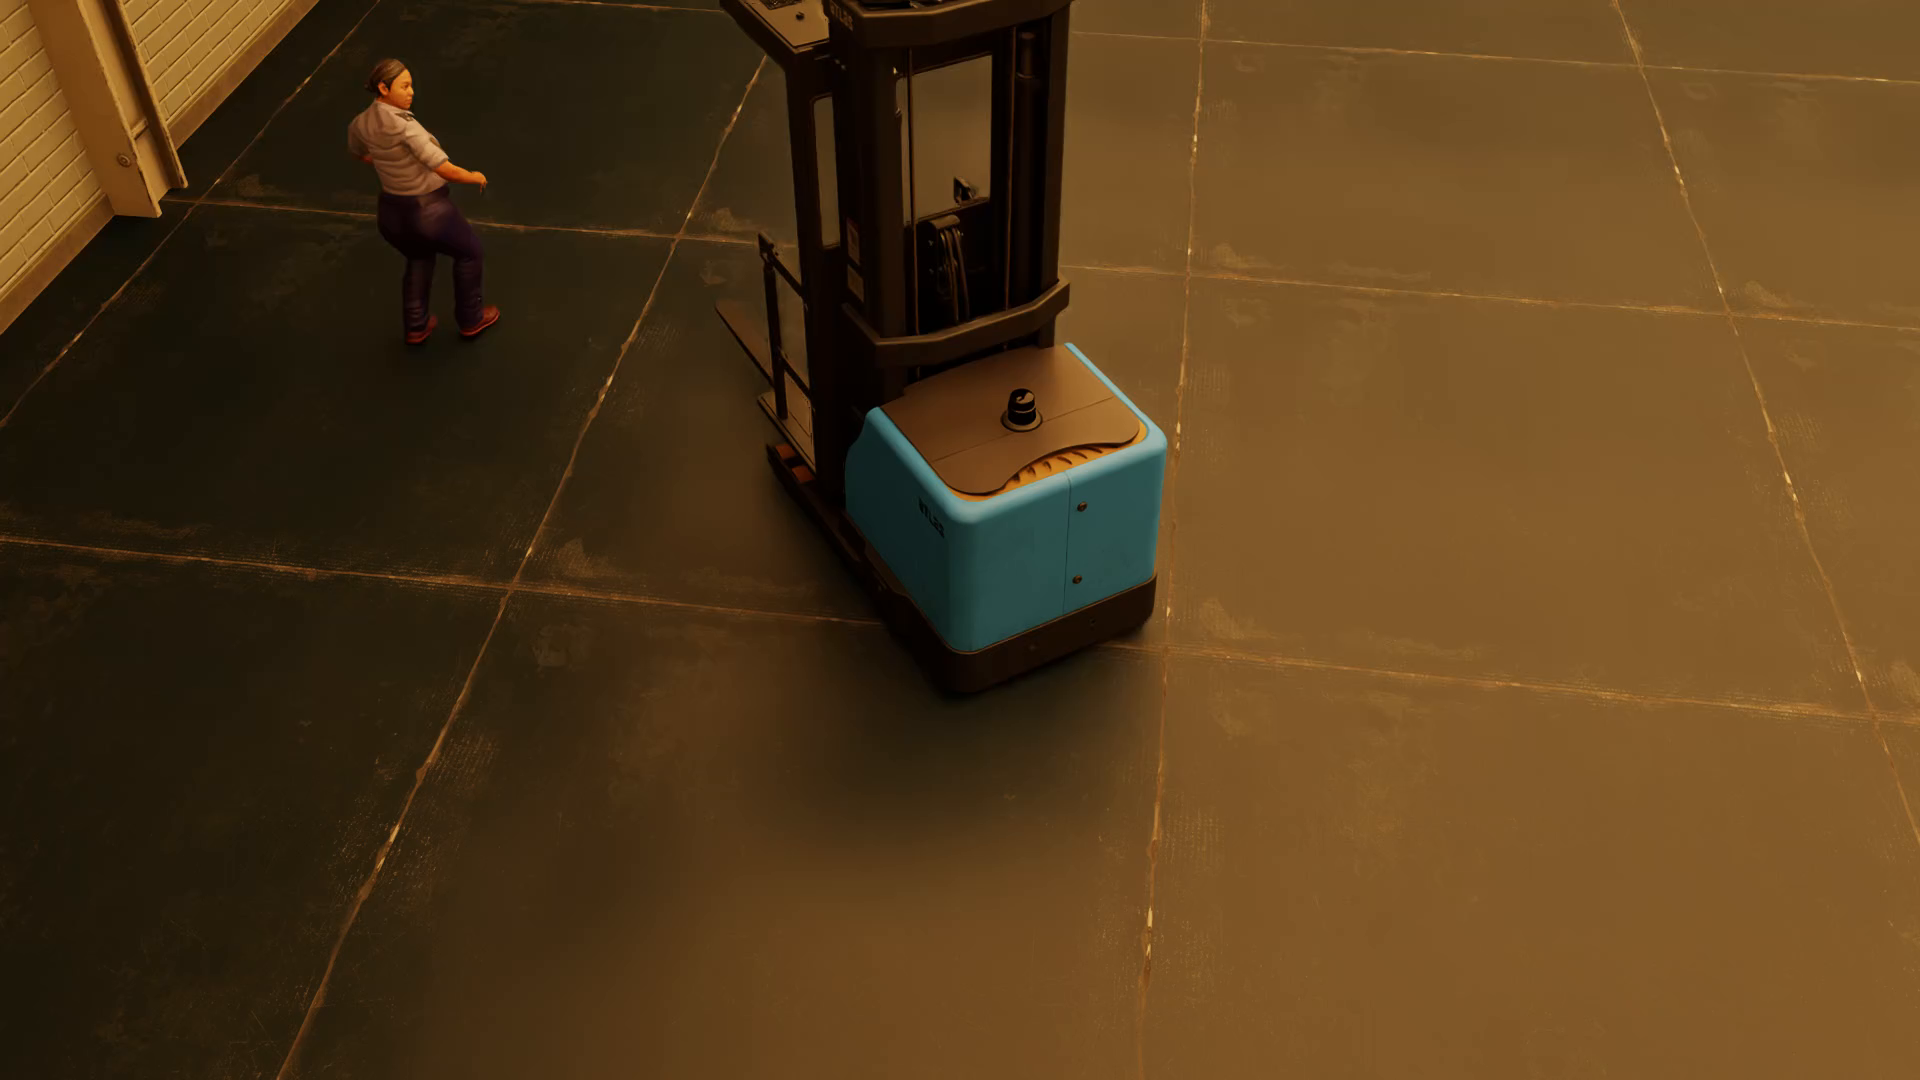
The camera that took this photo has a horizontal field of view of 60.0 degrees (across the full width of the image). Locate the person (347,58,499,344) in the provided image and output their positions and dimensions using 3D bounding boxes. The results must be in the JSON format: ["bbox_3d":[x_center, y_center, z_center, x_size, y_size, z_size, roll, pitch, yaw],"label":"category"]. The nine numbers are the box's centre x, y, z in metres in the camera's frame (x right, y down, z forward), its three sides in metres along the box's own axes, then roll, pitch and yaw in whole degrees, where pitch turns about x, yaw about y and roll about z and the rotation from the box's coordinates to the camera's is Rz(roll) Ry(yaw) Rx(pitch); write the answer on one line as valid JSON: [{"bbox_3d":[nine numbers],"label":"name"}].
[{"bbox_3d":[-2.794,-1.739,8.641,0.720,1.606,0.571,14,44,15],"label":"person"}]

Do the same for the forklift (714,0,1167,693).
[{"bbox_3d":[-0.294,-1.417,7.267,1.130,2.935,3.031,-21,46,-21],"label":"forklift"}]
